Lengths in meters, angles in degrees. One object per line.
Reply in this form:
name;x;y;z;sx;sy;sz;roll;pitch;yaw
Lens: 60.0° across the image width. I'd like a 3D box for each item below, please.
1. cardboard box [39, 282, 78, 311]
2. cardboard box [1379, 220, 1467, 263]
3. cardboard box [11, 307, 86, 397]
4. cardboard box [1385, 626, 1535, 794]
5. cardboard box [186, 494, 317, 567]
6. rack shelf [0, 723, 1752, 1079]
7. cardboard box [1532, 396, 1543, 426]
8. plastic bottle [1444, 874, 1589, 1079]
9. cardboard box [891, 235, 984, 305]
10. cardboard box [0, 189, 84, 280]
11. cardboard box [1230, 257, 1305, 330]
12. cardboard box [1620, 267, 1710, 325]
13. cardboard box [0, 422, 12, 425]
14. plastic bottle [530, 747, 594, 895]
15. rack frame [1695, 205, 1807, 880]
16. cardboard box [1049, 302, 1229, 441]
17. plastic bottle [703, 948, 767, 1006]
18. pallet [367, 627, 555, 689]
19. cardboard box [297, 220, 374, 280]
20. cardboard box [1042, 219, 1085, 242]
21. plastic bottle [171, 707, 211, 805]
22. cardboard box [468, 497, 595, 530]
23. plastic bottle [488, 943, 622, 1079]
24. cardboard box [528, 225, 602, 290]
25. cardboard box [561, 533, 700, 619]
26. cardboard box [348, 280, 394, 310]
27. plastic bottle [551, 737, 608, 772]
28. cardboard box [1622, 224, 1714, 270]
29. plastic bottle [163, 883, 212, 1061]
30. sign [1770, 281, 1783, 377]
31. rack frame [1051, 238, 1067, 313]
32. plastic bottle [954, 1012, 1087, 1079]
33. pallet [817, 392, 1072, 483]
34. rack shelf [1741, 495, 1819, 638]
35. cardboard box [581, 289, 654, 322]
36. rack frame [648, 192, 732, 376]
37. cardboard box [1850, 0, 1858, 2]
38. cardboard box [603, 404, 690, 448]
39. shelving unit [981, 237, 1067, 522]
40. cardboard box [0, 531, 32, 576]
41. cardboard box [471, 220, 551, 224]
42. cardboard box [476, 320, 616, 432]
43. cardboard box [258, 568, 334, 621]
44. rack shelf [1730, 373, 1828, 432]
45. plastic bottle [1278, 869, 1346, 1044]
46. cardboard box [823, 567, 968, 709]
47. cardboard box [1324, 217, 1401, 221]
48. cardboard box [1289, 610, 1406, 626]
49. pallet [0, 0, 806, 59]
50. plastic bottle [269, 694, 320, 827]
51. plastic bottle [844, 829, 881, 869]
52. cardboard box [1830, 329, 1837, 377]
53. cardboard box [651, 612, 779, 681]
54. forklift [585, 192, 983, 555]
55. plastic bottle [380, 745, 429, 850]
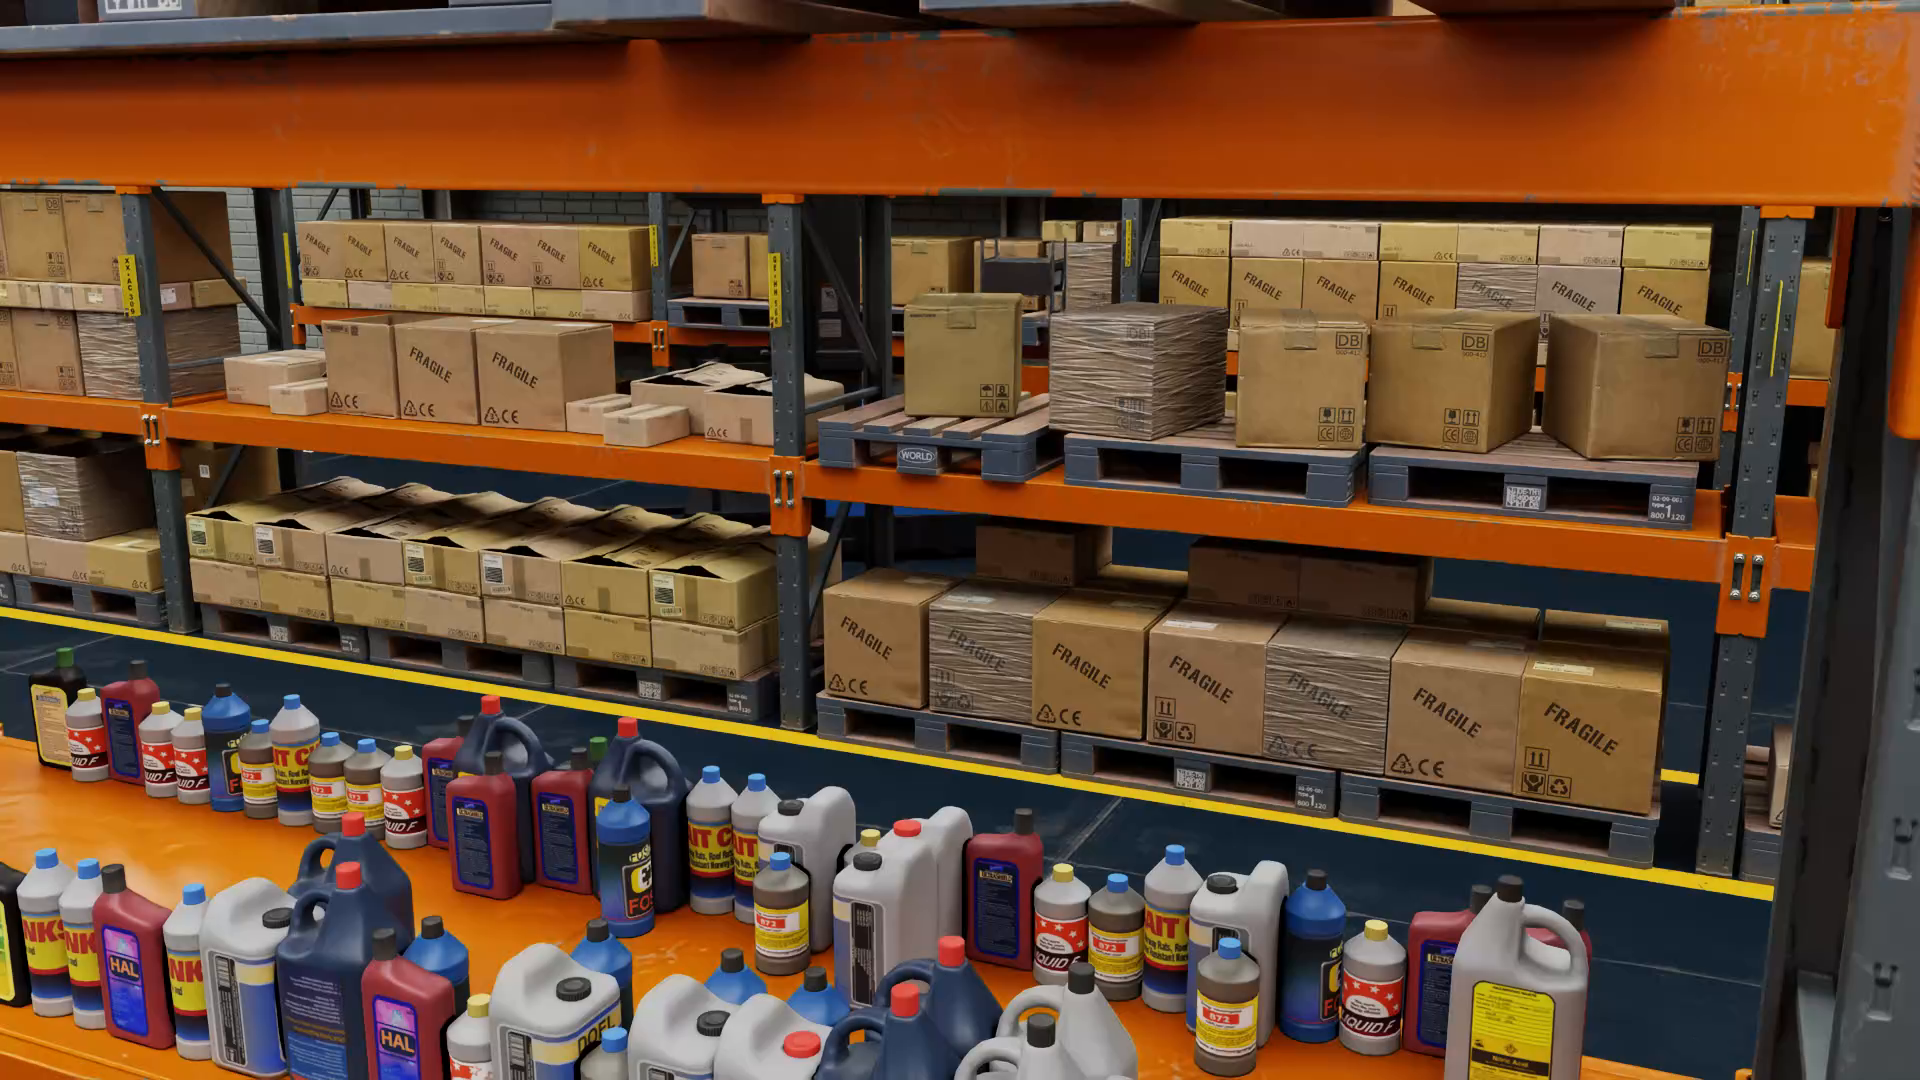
cardboard box;-5.055;-1.419;9.597;0.250;0.149;0.380;5;14;22
cardboard box;3.137;-2.024;11.257;0.500;0.250;0.500;5;14;22
cardboard box;-5.147;-1.163;9.926;0.500;0.500;0.700;6;14;23
cardboard box;2.045;0.683;6.789;0.500;0.500;0.500;6;14;23
cardboard box;-3.977;-0.076;9.383;0.500;0.311;0.500;6;14;23
rack shelf;-0.778;0.913;2.875;4.000;0.370;1.077;6;14;23
cardboard box;3.603;-0.594;11.508;0.750;0.750;0.750;6;15;25
plastic bottle;0.824;0.667;2.453;0.185;0.351;0.144;6;14;23
cardboard box;-0.175;-2.107;12.986;0.500;0.500;0.700;6;14;23
cardboard box;-5.582;-1.840;9.972;0.500;0.500;0.700;6;14;23
cardboard box;2.222;-1.746;11.718;0.500;0.500;0.500;6;15;25
cardboard box;4.540;-1.515;10.732;0.500;0.500;0.500;6;14;22
cardboard box;-6.380;-0.551;10.996;0.500;0.500;0.500;6;14;23
plastic bottle;-0.752;0.530;3.184;0.133;0.283;0.061;6;14;23
rack frame;3.061;-0.287;6.411;0.127;3.000;1.000;6;14;23
cardboard box;0.784;-0.751;7.251;0.500;0.500;0.700;9;16;34
plastic bottle;-0.325;0.720;2.401;0.097;0.271;0.097;0;13;0
pallet;-2.445;0.503;9.149;1.213;0.211;1.003;6;14;23
cardboard box;-5.593;-2.627;15.028;0.500;0.500;0.500;6;14;23
cardboard box;0.779;-2.323;12.487;0.250;0.149;0.380;3;14;14
plastic bottle;-1.665;0.467;3.633;0.097;0.201;0.097;0;13;0
cardboard box;-2.376;-0.048;9.264;0.500;0.311;0.500;6;14;23
plastic bottle;-0.570;0.724;2.373;0.135;0.276;0.152;6;14;23
cardboard box;-3.267;-2.388;14.009;0.500;0.500;0.500;6;14;23
cardboard box;-1.653;0.160;8.377;0.500;0.311;0.500;6;14;22
cardboard box;-5.110;-2.212;14.902;0.500;0.250;0.500;5;14;21
plastic bottle;-0.727;0.518;3.239;0.133;0.283;0.061;6;14;23
cardboard box;4.533;-1.880;10.645;0.500;0.250;0.500;6;15;25
plastic bottle;-1.191;0.671;2.612;0.097;0.271;0.097;0;13;0
sign;2.839;-0.734;5.784;0.005;0.325;0.100;6;14;23
rack frame;0.670;-1.006;11.447;0.015;2.100;0.400;4;14;16
plastic bottle;0.078;0.755;2.081;0.185;0.351;0.144;6;14;23
pallet;0.052;-0.516;7.806;1.003;0.211;1.213;6;14;23
rack shelf;4.889;0.248;5.705;4.000;0.370;1.077;6;14;23
cardboard box;-2.806;-1.979;13.909;0.500;0.250;0.500;6;14;23
rack frame;-2.251;-2.062;13.977;0.127;3.000;1.000;6;14;23
cardboard box;5.797;-3.312;10.284;0.500;0.500;0.500;6;14;23
cardboard box;-1.531;-0.560;8.126;0.250;0.149;0.380;6;14;23
shelving unit;0.436;-1.022;11.515;0.503;2.100;0.431;4;14;16
cardboard box;-5.682;0.018;10.211;0.500;0.250;0.500;6;14;23
cardboard box;-4.000;-2.593;14.881;0.500;0.500;0.500;6;14;24
cardboard box;-2.137;-0.858;8.624;0.500;0.500;0.500;5;14;20
cardboard box;-3.518;0.244;9.250;0.500;0.250;0.500;6;15;25
rack shelf;6.892;-0.787;10.116;4.000;0.370;1.077;6;14;23
plastic bottle;0.565;0.659;2.663;0.097;0.271;0.097;0;13;0
cardboard box;-0.296;0.448;7.790;0.500;0.500;0.500;6;15;26
cardboard box;2.866;-2.176;11.906;0.500;0.250;0.500;5;14;22
cardboard box;1.771;0.525;7.459;0.500;0.500;0.500;6;14;24
pallet;-0.743;-0.778;2.349;1.213;0.211;1.003;6;14;23
plastic bottle;-1.398;0.460;3.510;0.097;0.271;0.097;0;13;0
plastic bottle;-0.159;0.620;2.983;0.097;0.201;0.097;0;13;0
cardboard box;3.628;-0.830;6.317;0.500;0.500;0.500;6;14;24
cardboard box;-1.176;0.479;8.245;0.500;0.250;0.500;6;15;25
forklift;-1.393;-1.387;11.250;3.031;2.935;1.130;-1;13;-5
plastic bottle;-1.131;0.521;3.403;0.097;0.201;0.097;0;13;0
